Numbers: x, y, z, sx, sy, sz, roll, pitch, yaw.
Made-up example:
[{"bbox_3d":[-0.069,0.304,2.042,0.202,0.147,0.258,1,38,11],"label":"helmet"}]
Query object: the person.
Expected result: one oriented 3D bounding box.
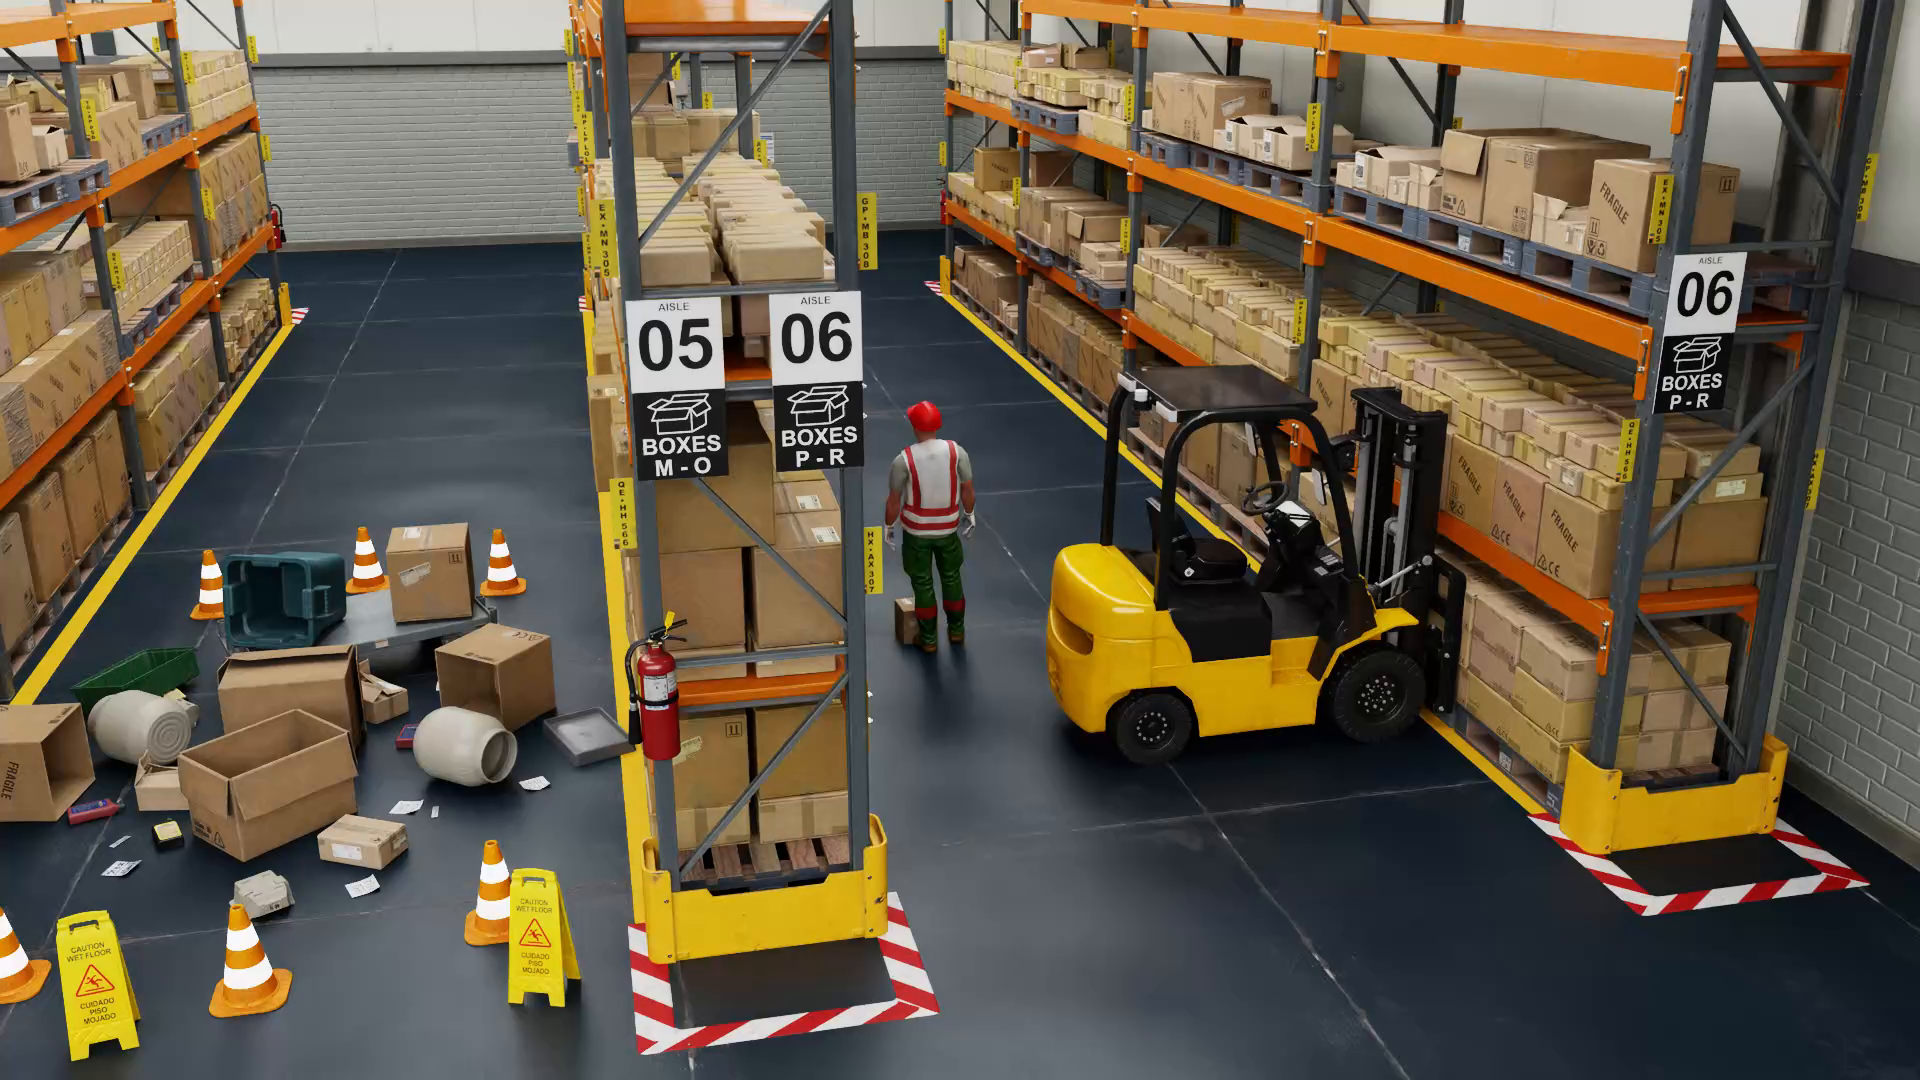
[{"bbox_3d":[-0.218,-0.112,11.322,0.638,1.790,0.559,-5,20,-14],"label":"person"}]
